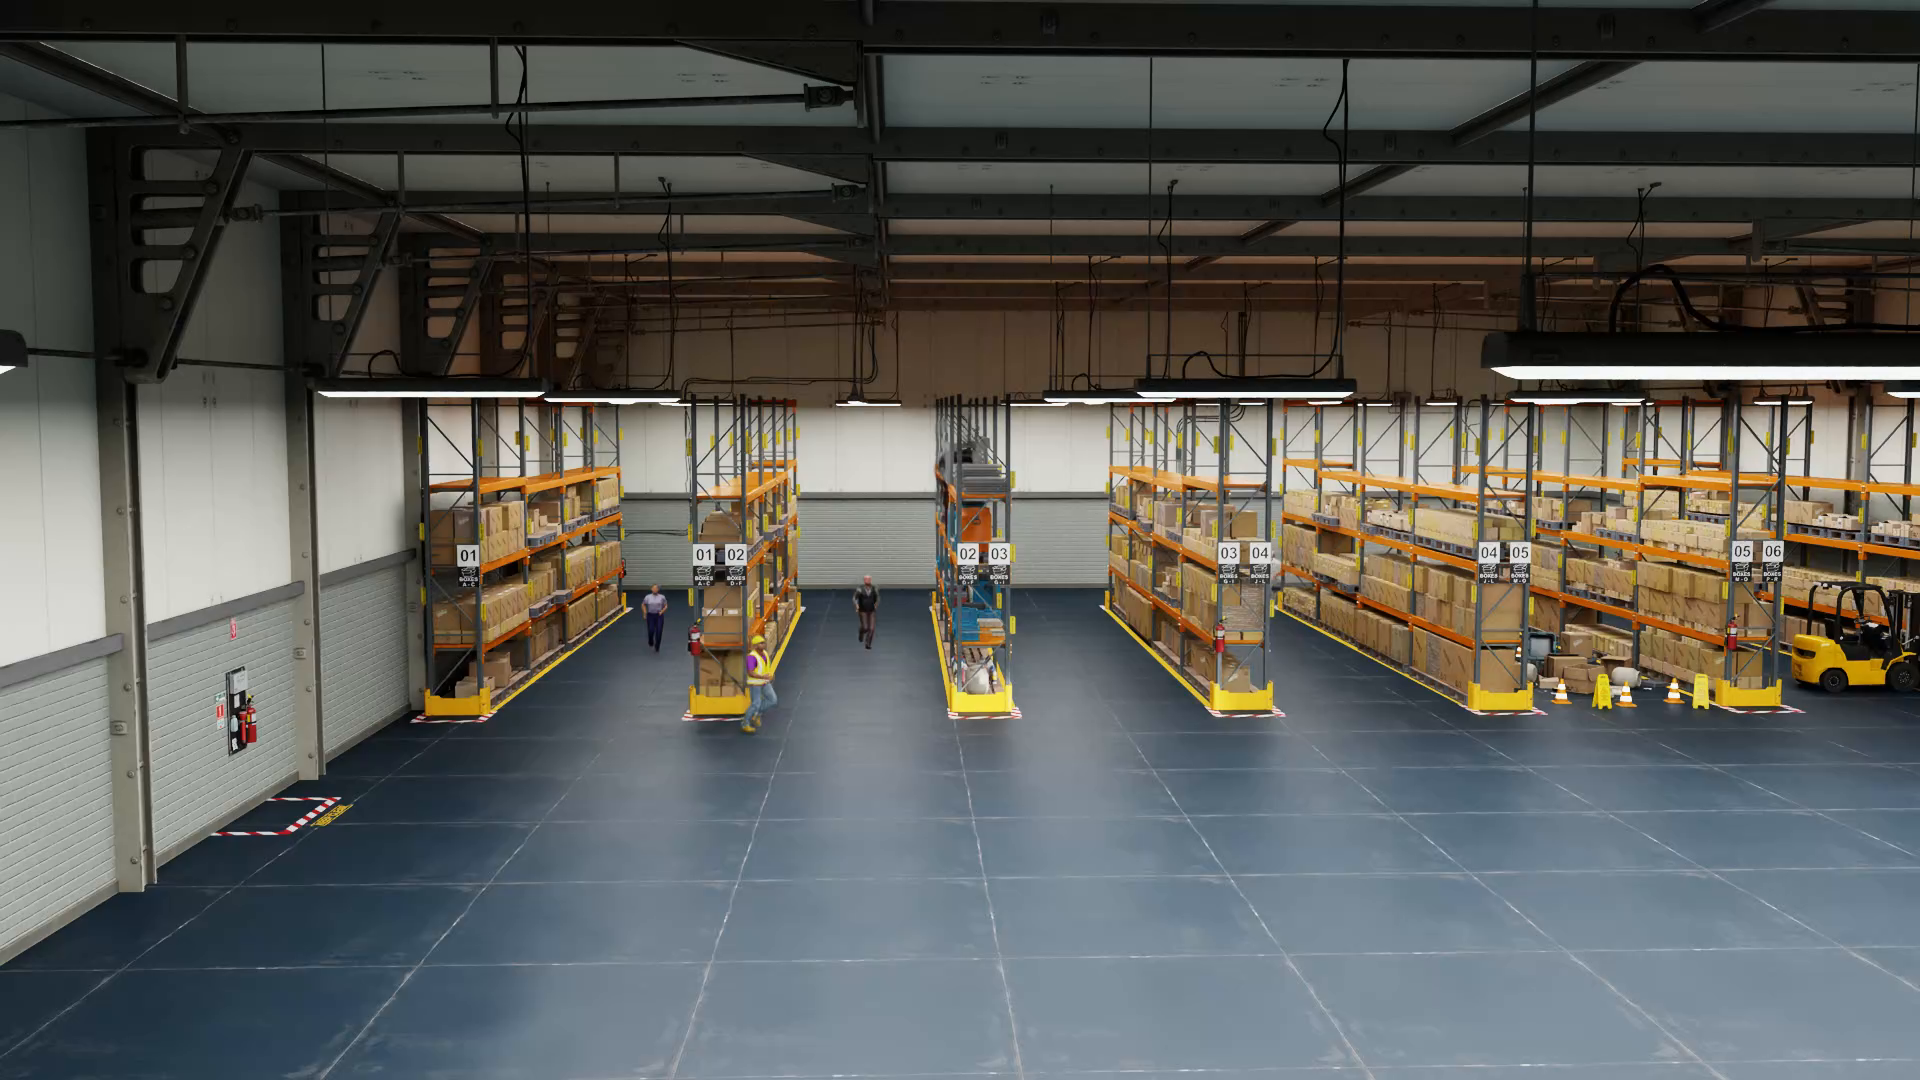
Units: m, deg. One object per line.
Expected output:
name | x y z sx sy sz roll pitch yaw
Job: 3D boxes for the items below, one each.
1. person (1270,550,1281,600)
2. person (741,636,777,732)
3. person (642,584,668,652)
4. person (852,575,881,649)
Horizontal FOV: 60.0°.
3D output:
person | 9.038 1.105 48.546 0.542 1.615 0.665 -2 5 -19
person | -3.530 2.538 29.449 0.740 1.717 0.731 3 5 29
person | -7.198 1.849 39.265 0.607 1.596 0.549 -1 5 -12
person | -2.092 1.640 37.633 0.658 1.671 0.583 -1 5 -15
